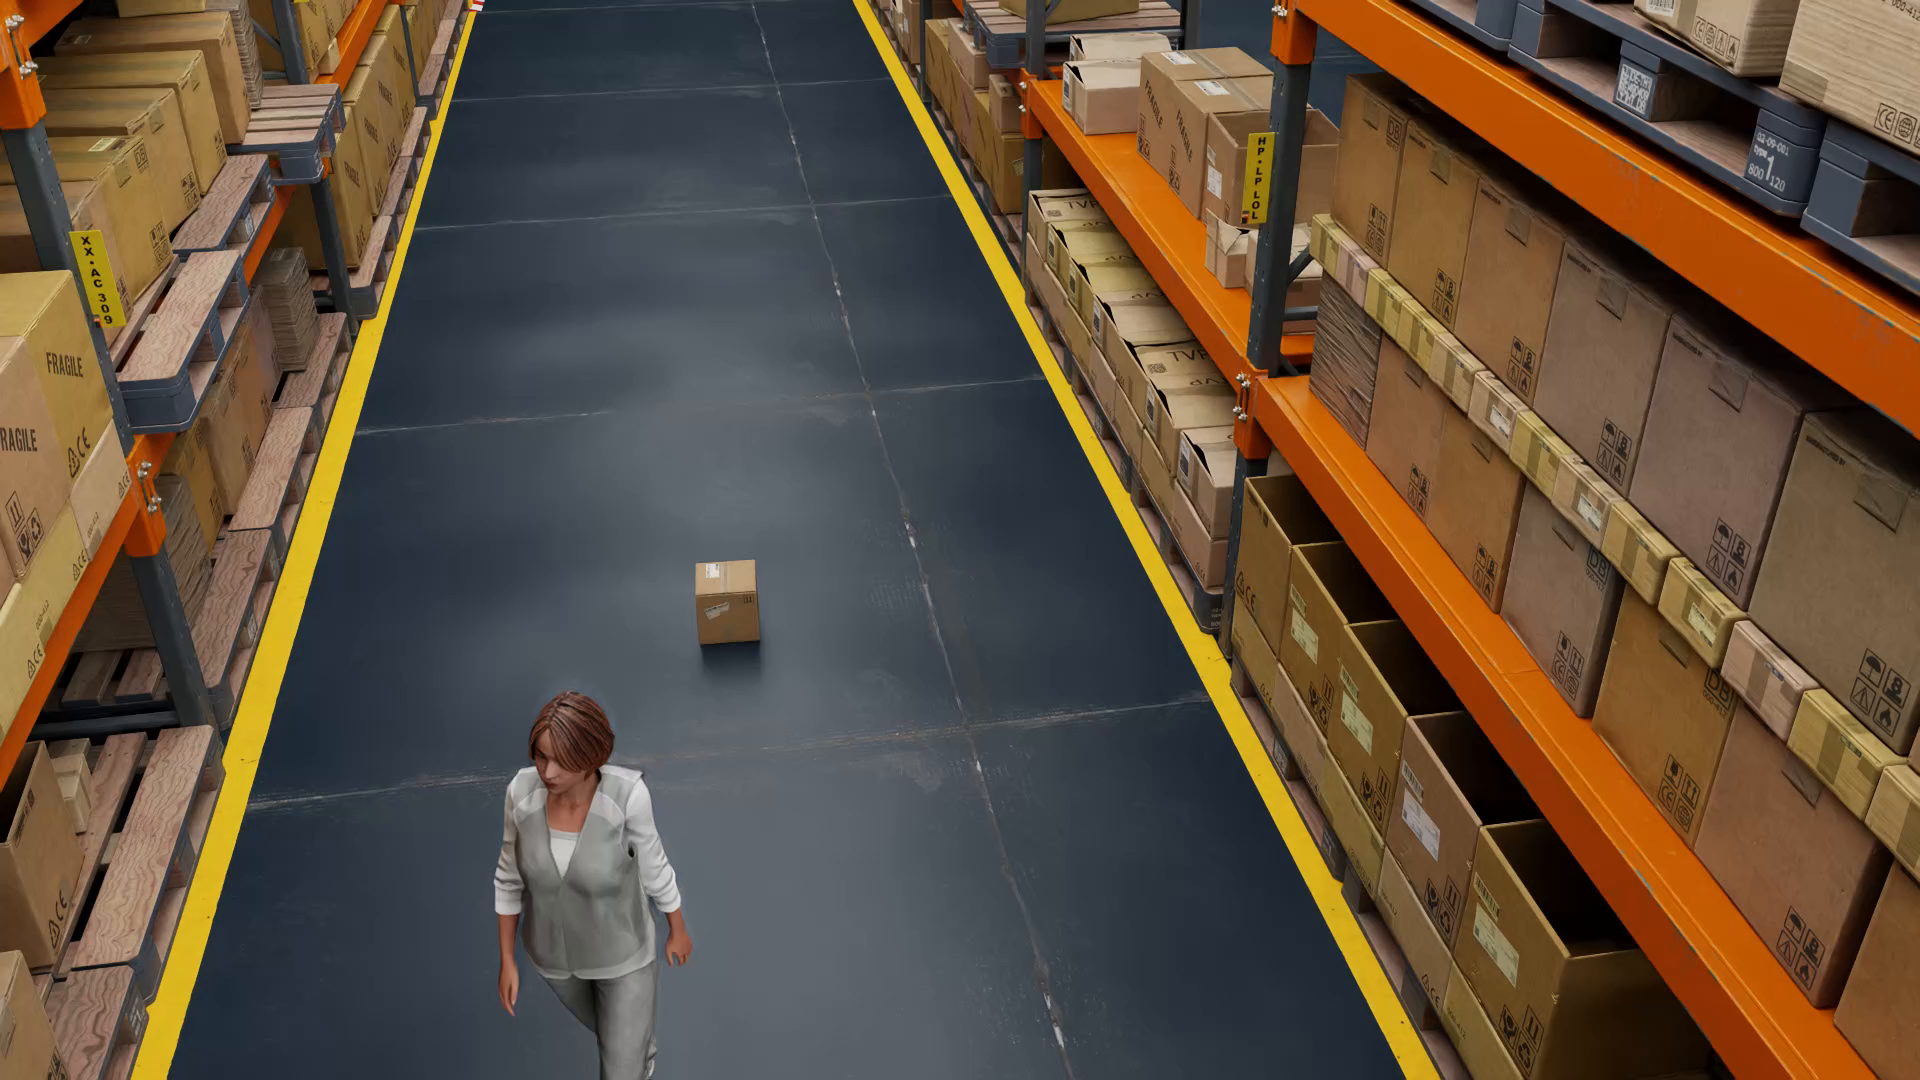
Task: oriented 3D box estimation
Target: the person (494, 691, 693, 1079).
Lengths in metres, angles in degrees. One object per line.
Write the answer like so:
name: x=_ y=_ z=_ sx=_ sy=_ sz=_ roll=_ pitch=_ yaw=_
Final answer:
person: x=-0.969 y=1.107 z=4.308 sx=0.449 sy=1.607 sz=0.755 roll=5 pitch=32 yaw=9
